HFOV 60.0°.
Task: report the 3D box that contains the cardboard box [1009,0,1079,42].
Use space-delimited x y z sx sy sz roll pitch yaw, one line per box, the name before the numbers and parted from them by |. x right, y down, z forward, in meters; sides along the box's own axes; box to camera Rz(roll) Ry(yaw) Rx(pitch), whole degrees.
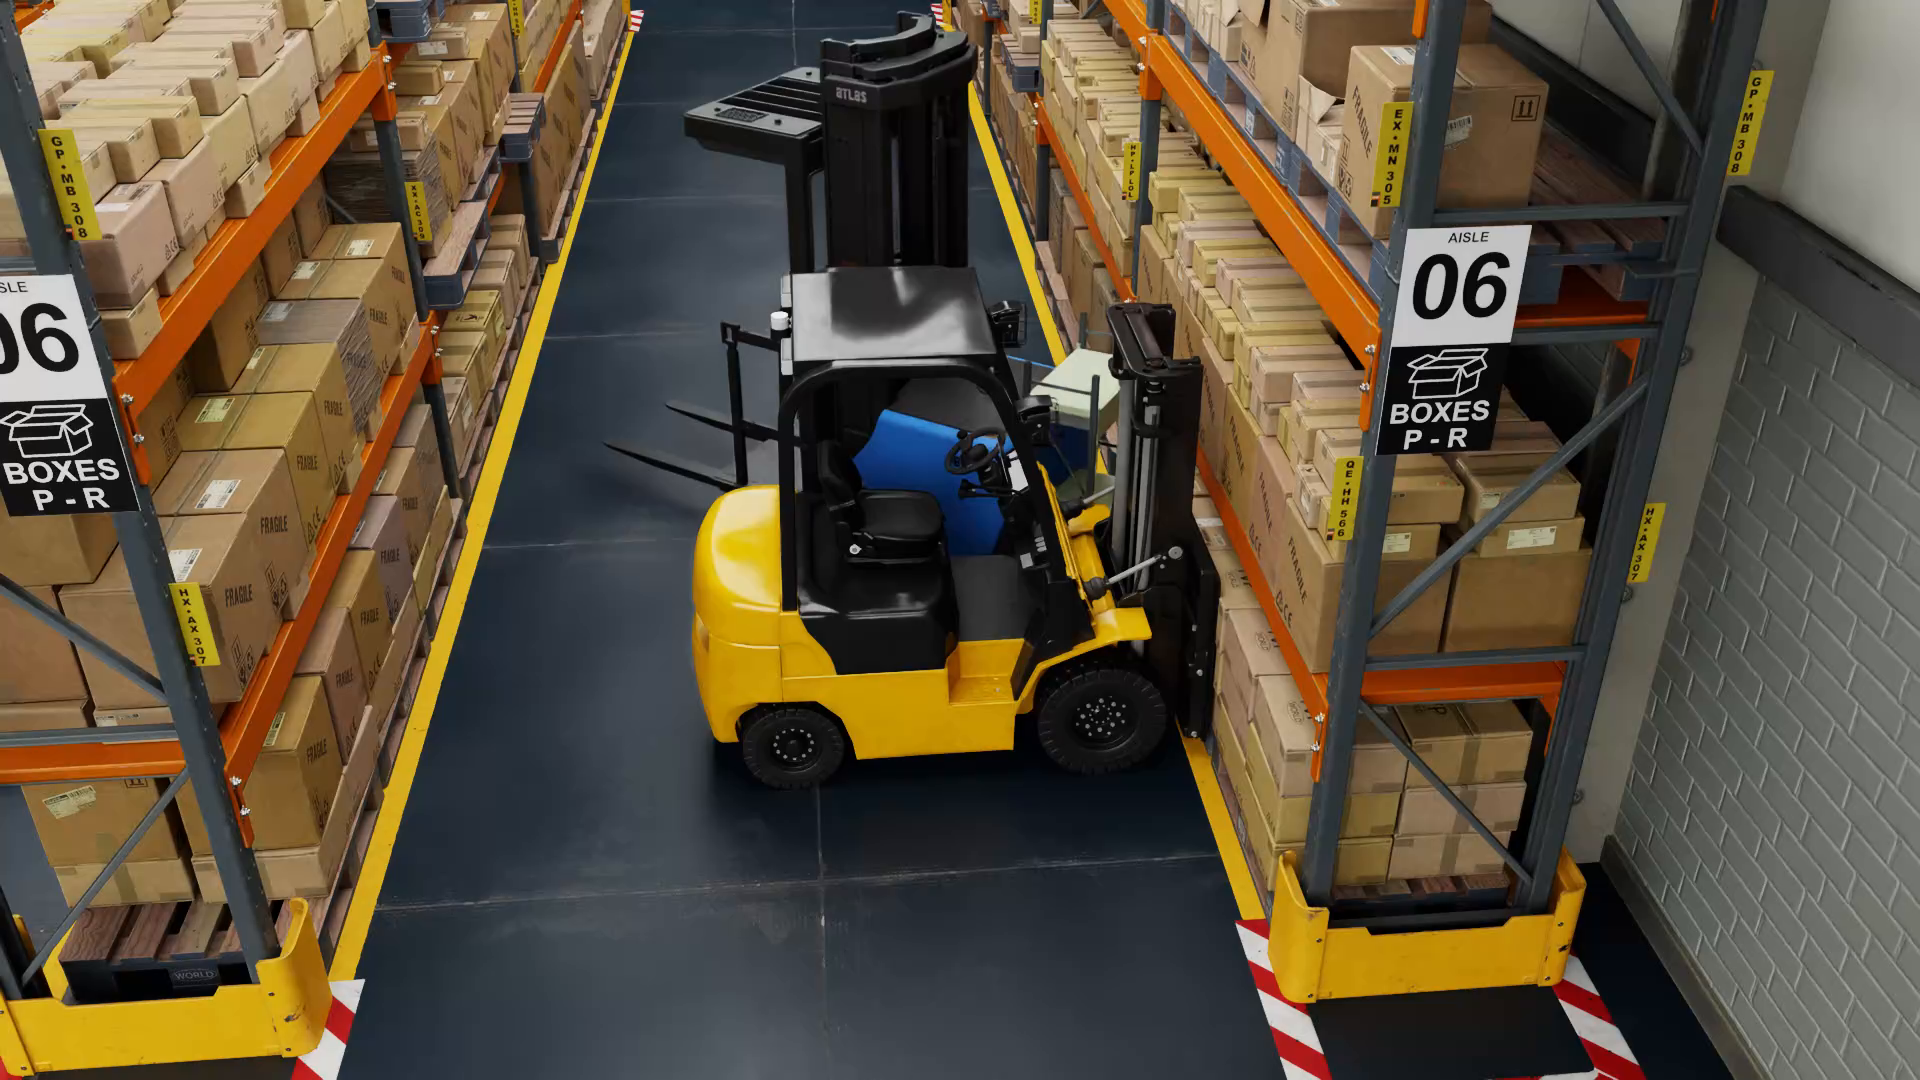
cardboard box | 0.695 -4.284 13.733 0.500 0.250 0.500 -4 31 -7

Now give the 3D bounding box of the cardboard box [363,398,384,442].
cardboard box | -3.020 -0.587 8.052 0.380 0.149 0.250 -3 31 -5

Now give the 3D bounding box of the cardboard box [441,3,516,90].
cardboard box | -3.506 -3.537 11.950 0.500 0.500 0.500 -4 31 -6

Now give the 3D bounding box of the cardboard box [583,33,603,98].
cardboard box | -4.151 -4.853 17.039 0.875 0.438 0.875 -3 31 -5

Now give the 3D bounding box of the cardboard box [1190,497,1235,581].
cardboard box | 1.359 0.014 8.099 0.500 0.250 0.500 -3 31 -6

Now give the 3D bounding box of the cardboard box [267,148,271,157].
cardboard box | -3.069 -1.602 6.828 0.380 0.149 0.250 -3 31 -5

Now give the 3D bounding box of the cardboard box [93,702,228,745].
cardboard box | -2.904 0.604 6.059 0.380 0.149 0.250 -3 31 -4

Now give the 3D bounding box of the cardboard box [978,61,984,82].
cardboard box | 0.398 -4.914 17.422 0.380 0.149 0.250 -4 31 -6

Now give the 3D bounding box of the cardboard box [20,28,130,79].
cardboard box | -3.520 -1.919 6.580 0.380 0.149 0.250 -2 31 -4

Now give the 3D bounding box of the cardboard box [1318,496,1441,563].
cardboard box | 1.552 -0.045 6.171 0.380 0.149 0.250 -2 31 -4

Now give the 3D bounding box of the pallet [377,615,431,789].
pallet | -3.237 0.800 8.205 1.003 0.211 1.213 -3 31 -5

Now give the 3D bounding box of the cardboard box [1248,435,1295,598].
cardboard box | 1.517 -0.107 6.907 0.500 0.500 0.500 -2 31 -3

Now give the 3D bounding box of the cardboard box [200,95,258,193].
cardboard box | -2.970 -1.461 6.203 0.500 0.250 0.500 -2 31 -3

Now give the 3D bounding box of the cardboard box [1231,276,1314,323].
cardboard box | 1.464 -1.094 7.637 0.380 0.149 0.250 -3 31 -4

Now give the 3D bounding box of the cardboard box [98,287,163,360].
cardboard box | -2.786 -0.685 5.292 0.380 0.149 0.250 -3 31 -5

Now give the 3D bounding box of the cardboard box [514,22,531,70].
cardboard box | -3.627 -3.826 12.889 0.500 0.250 0.500 -3 31 -5

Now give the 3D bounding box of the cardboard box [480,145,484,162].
cardboard box | -3.337 -2.534 10.903 0.380 0.149 0.250 -4 31 -6

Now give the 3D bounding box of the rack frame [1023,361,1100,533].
rack frame | 0.497 -0.194 8.569 0.400 1.500 0.023 14 32 22

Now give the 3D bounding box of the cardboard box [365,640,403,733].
cardboard box | -2.982 0.715 7.899 0.500 0.250 0.500 -1 31 -1

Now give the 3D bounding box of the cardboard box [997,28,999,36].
cardboard box | 0.571 -5.007 16.313 0.380 0.149 0.250 -3 31 -5

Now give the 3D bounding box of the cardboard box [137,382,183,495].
cardboard box | -3.383 -0.430 6.182 0.700 0.500 0.500 -2 31 -4

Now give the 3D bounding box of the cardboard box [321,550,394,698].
cardboard box | -2.973 0.397 7.701 0.500 0.500 0.500 -2 31 -4

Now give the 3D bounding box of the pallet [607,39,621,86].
pallet | -4.310 -5.266 18.361 1.003 0.211 1.213 -3 31 -5

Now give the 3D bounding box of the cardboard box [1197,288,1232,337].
cardboard box | 1.348 -1.094 7.926 0.380 0.149 0.250 -4 31 -6

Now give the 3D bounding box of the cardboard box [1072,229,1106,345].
cardboard box | 1.293 -1.810 11.761 0.875 0.625 0.625 -4 31 -7

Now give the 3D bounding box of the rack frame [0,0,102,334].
rack frame | -3.078 -1.896 4.149 1.000 3.000 0.127 -3 31 -5

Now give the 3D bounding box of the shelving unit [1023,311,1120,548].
shelving unit | 0.657 -0.356 8.855 0.431 1.500 0.755 14 32 22

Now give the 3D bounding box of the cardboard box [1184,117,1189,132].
cardboard box | 1.633 -2.638 10.512 0.380 0.149 0.250 -3 31 -5

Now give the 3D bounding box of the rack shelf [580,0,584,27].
rack shelf | -4.386 -6.160 17.839 1.077 0.370 4.000 -3 31 -5

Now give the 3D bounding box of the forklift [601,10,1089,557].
forklift | -0.770 -1.421 9.272 3.031 2.935 1.130 17 35 27

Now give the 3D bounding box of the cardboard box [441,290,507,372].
cardboard box | -3.641 -1.404 11.329 0.950 0.372 0.625 -2 31 -3

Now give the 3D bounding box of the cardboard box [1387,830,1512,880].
cardboard box | 2.012 1.180 7.122 0.500 0.250 0.500 -3 31 -4

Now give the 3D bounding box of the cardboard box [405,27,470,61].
cardboard box | -3.392 -3.213 10.774 0.380 0.149 0.250 -4 31 -7

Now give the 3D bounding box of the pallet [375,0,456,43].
pallet | -3.404 -2.890 8.922 1.213 0.211 1.003 -3 31 -5

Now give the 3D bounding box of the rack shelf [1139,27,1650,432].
rack shelf | 1.676 -1.560 7.214 1.077 0.370 4.000 -3 31 -5

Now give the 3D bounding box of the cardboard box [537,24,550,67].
cardboard box | -3.730 -4.132 13.889 0.500 0.250 0.500 -2 31 -3

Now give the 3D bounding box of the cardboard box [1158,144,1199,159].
cardboard box | 1.194 -2.219 9.809 0.380 0.149 0.250 -3 31 -5

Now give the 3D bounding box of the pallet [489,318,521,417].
pallet | -3.643 -1.187 11.532 1.003 0.211 1.213 -3 31 -5

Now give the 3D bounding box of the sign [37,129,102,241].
sign | -2.538 -1.010 4.738 0.100 0.325 0.005 -3 31 -5

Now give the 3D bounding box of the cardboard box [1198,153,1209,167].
cardboard box | 1.661 -2.281 10.303 0.500 0.250 0.500 -3 31 -5

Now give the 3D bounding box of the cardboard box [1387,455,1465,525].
cardboard box | 1.620 -0.182 6.110 0.380 0.149 0.250 -3 31 -4

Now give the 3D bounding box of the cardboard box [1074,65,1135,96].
cardboard box | 0.983 -3.131 11.336 0.380 0.149 0.250 -2 31 -4

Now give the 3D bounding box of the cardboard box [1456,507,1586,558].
cardboard box | 2.090 -0.067 6.208 0.380 0.149 0.250 -4 31 -6

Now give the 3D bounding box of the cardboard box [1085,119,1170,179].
cardboard box | 1.092 -2.515 10.694 0.500 0.250 0.500 -2 31 -4

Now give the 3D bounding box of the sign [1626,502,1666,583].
sign | 2.416 0.010 5.886 0.100 0.325 0.005 -3 31 -5

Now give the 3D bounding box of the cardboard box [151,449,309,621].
cardboard box | -2.898 -0.011 6.455 0.500 0.500 0.500 -2 31 -3

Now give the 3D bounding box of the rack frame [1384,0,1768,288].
rack frame | 1.863 -2.136 4.550 1.000 3.000 0.127 -3 31 -5

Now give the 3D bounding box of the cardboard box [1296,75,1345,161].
cardboard box | 1.460 -1.552 6.121 0.396 0.266 0.258 -3 31 -4

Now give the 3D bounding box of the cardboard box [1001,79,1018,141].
cardboard box | 0.665 -4.010 15.566 0.500 0.500 0.500 -4 31 -6

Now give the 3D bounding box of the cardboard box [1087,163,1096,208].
cardboard box | 1.114 -2.294 10.812 0.500 0.250 0.500 -3 31 -4

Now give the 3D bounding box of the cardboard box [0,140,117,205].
cardboard box | -2.948 -1.162 5.313 0.380 0.149 0.250 -3 31 -5

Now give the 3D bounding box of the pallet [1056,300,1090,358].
pallet | 1.265 -1.404 11.895 1.003 0.211 1.213 -3 31 -5

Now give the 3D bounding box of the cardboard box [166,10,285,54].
cardboard box | -3.017 -2.075 6.840 0.380 0.149 0.250 -2 31 -4
